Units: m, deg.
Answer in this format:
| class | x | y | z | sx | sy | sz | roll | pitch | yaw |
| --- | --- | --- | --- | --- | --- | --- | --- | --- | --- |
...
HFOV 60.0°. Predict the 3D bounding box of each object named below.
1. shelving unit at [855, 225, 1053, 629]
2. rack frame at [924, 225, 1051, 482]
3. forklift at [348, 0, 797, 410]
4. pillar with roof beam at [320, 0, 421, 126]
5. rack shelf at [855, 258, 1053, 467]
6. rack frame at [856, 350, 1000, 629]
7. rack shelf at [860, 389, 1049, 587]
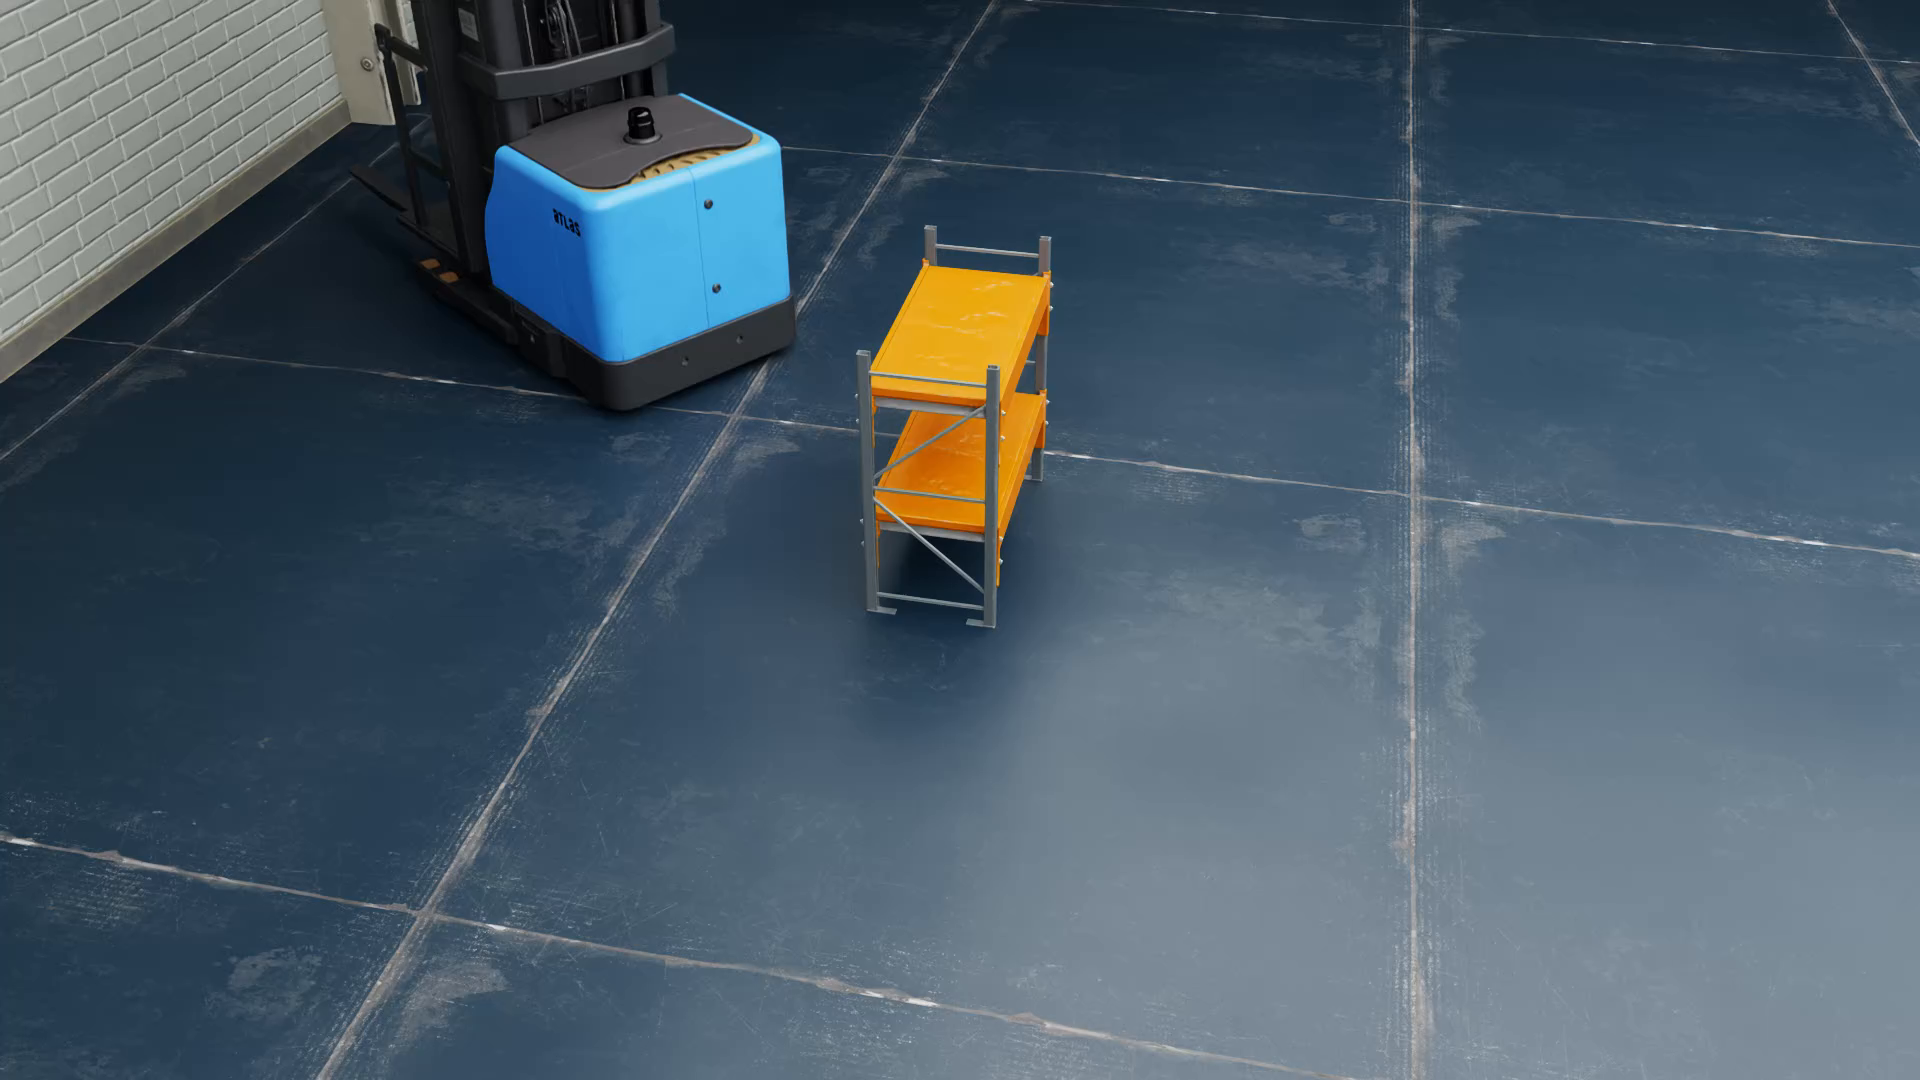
| class | x | y | z | sx | sy | sz | roll | pitch | yaw |
| --- | --- | --- | --- | --- | --- | --- | --- | --- | --- |
| shelving unit | -0.001 | -0.452 | 6.415 | 0.538 | 1.125 | 1.048 | 7 | 37 | 10 |
| rack frame | 0.107 | -0.743 | 6.817 | 0.500 | 1.125 | 0.032 | 7 | 37 | 10 |
| forklift | -2.140 | -2.547 | 7.767 | 1.130 | 2.935 | 3.031 | -28 | 44 | -33 |
| pillar with roof beam | 0.583 | -5.801 | 7.085 | 9.100 | 9.000 | 0.400 | 7 | 37 | 10 |
| rack shelf | -0.001 | -0.689 | 6.243 | 0.538 | 0.278 | 1.000 | 7 | 37 | 10 |
| rack frame | -0.110 | -0.160 | 6.012 | 0.500 | 1.125 | 0.032 | 7 | 37 | 10 |
| rack shelf | -0.001 | -0.254 | 6.558 | 0.538 | 0.278 | 1.000 | 7 | 37 | 10 |
